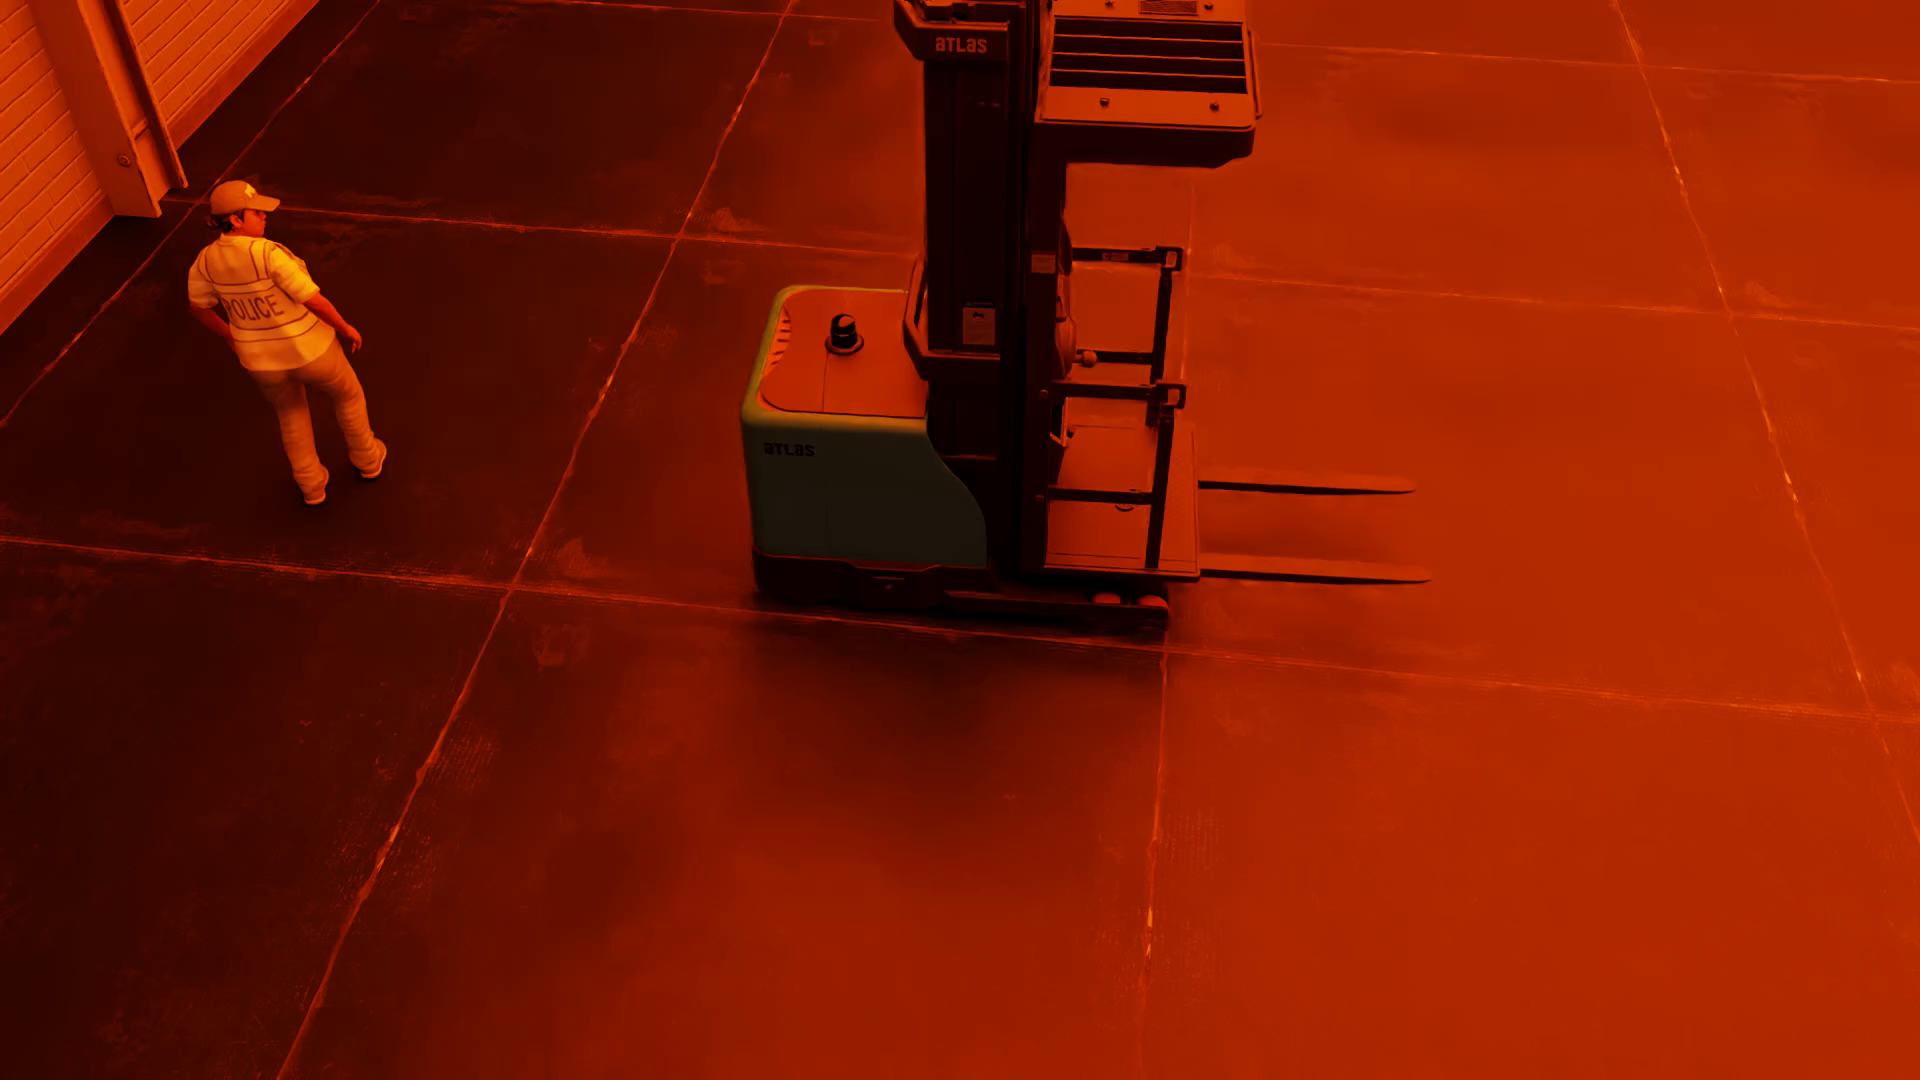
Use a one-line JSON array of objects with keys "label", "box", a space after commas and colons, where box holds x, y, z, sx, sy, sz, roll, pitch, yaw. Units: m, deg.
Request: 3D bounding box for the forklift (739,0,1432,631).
[{"label": "forklift", "box": [0.611, -1.050, 6.867, 3.031, 2.935, 1.130, 3, 43, 4]}]

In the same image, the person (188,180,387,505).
[{"label": "person", "box": [-3.104, -0.914, 7.675, 0.687, 1.646, 0.514, -1, 43, -2]}]
